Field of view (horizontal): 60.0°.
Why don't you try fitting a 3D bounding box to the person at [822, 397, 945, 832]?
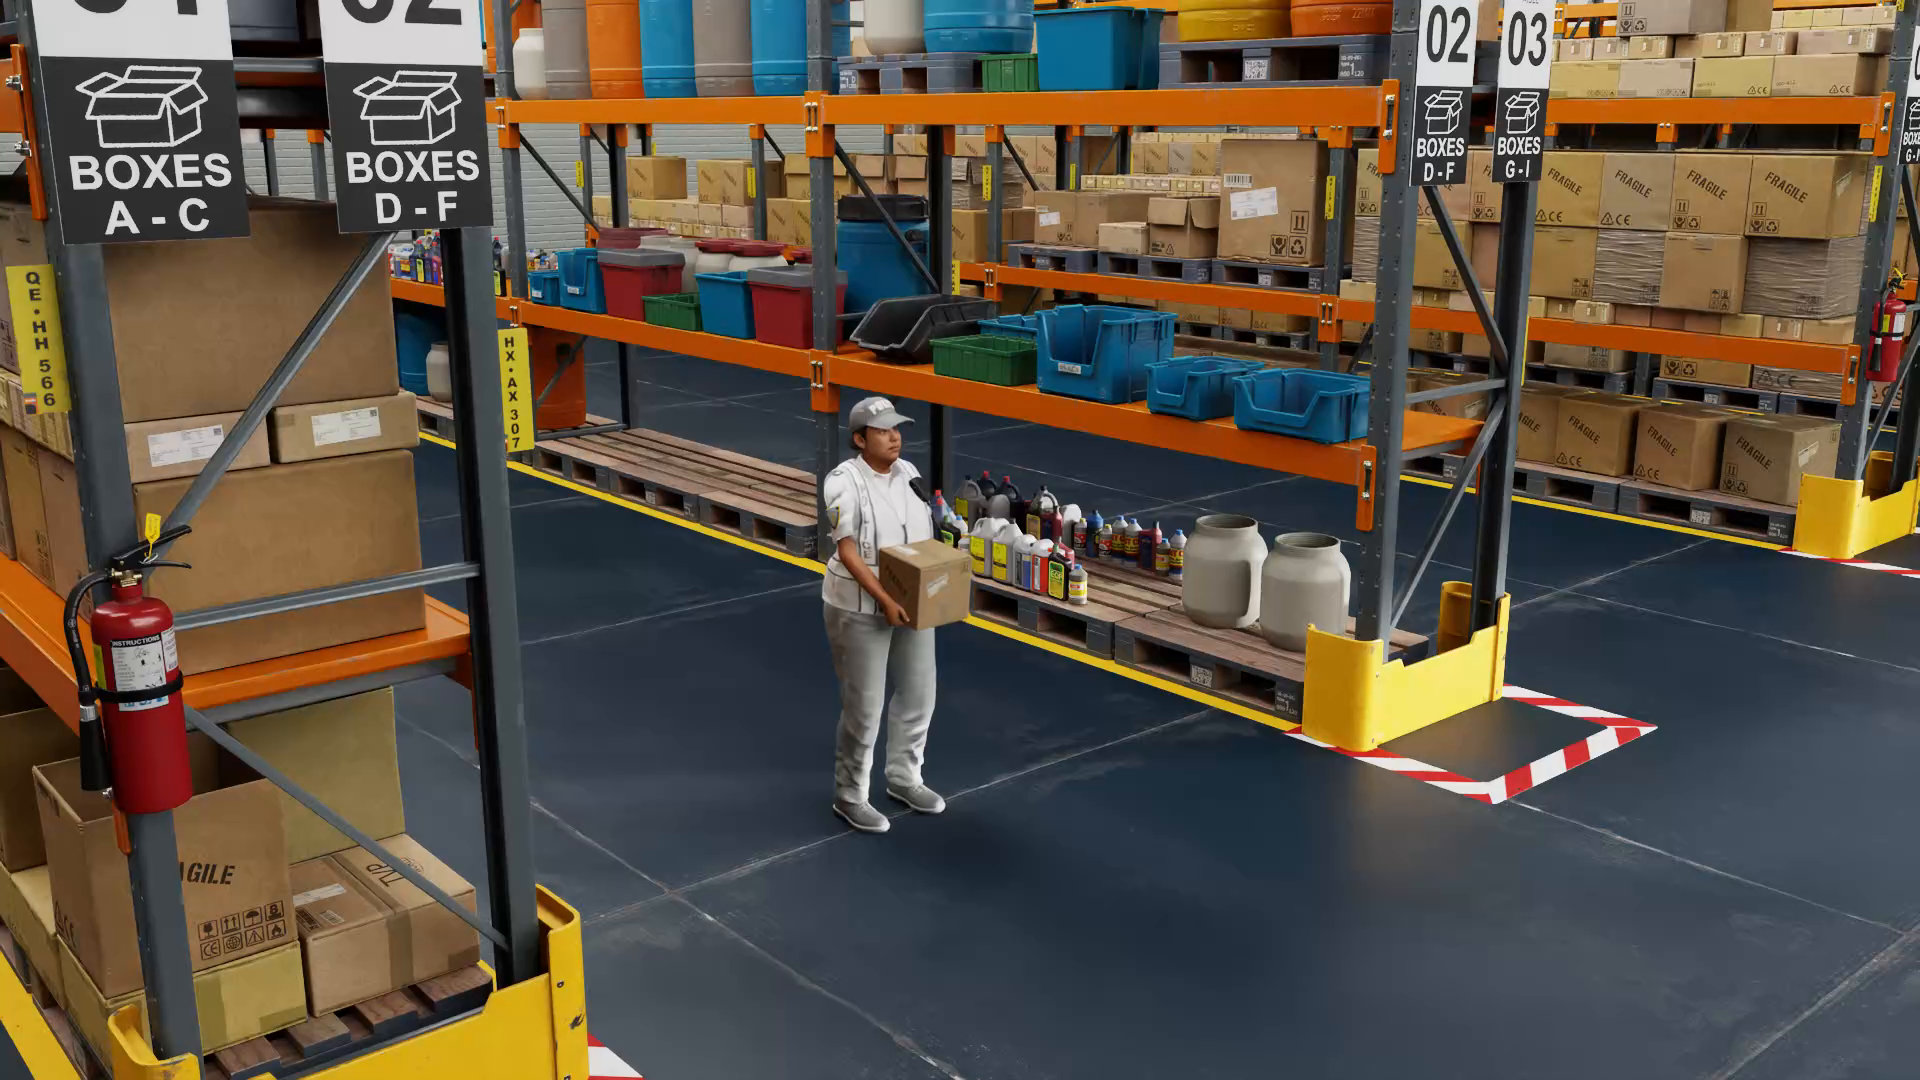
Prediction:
[{"bbox_3d":[-0.255,0.287,6.386,0.453,1.653,0.535,-12,19,-39],"label":"person"}]
